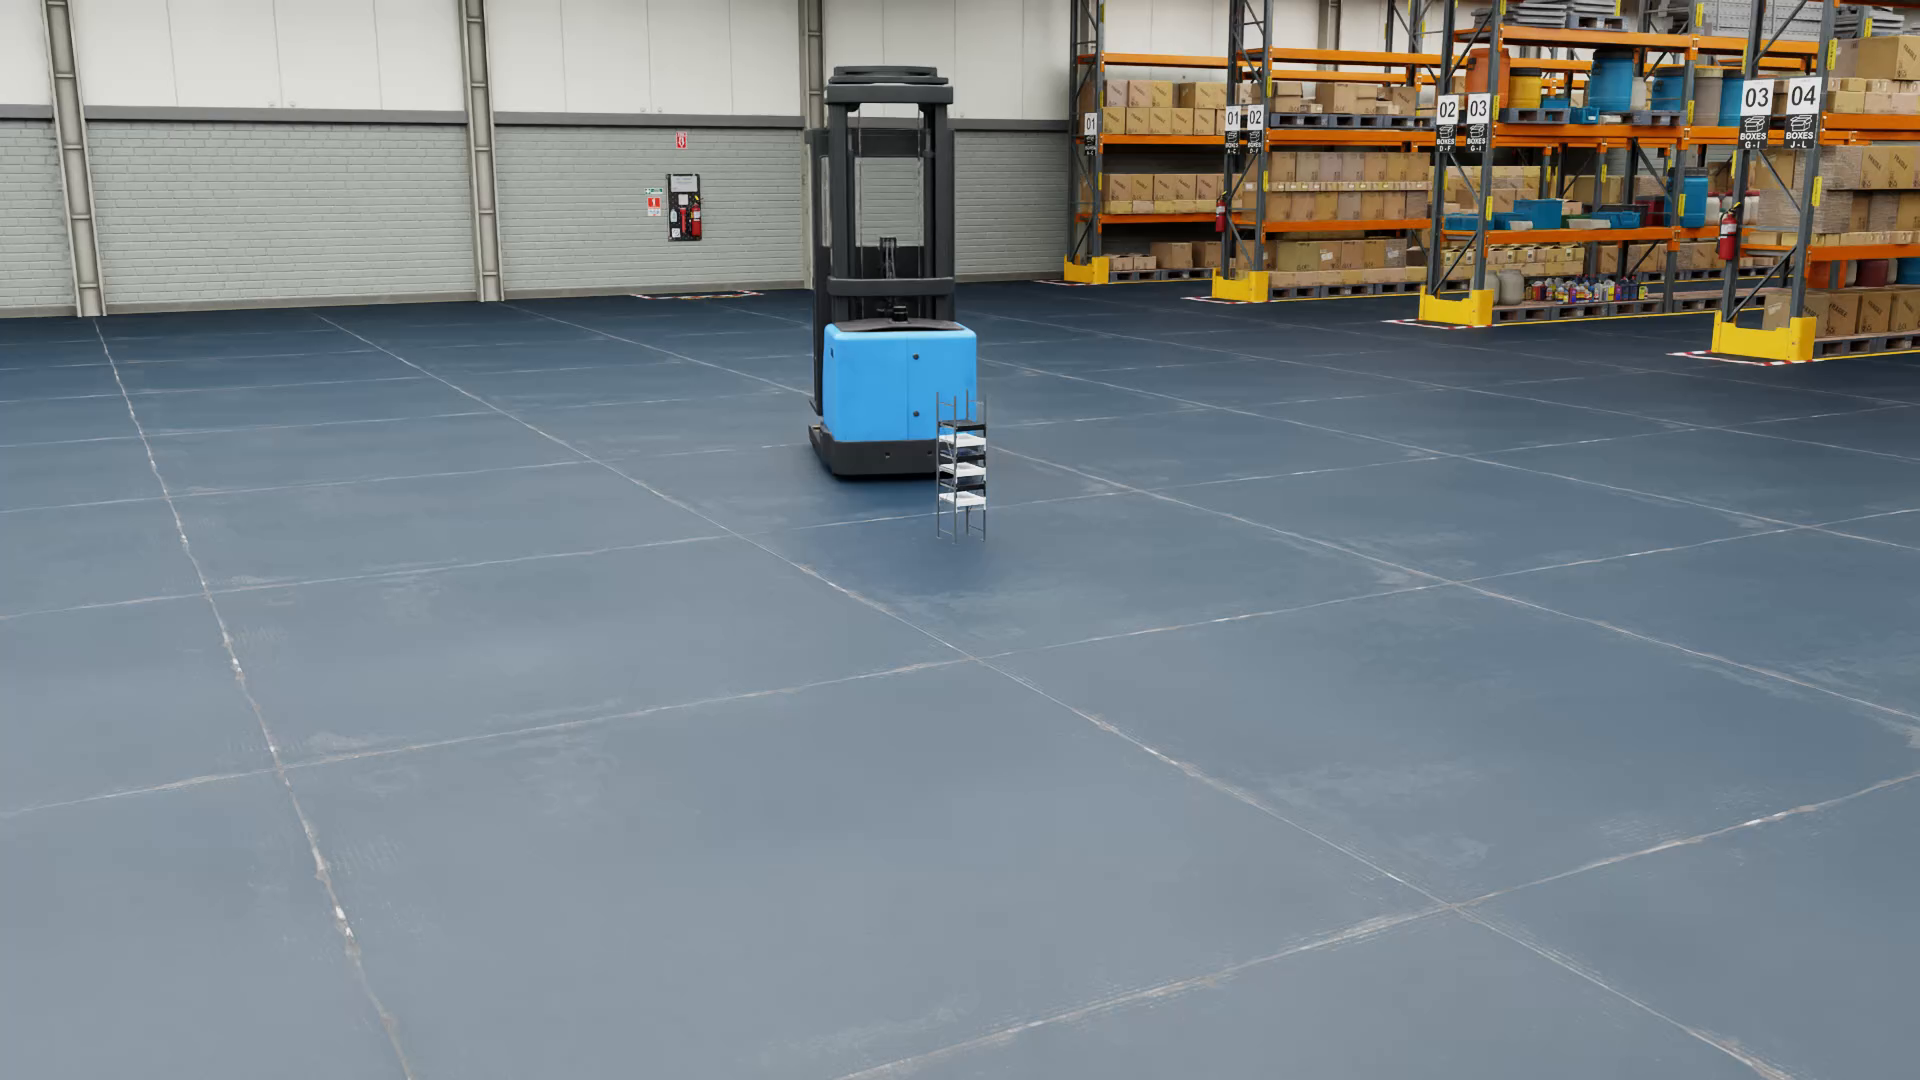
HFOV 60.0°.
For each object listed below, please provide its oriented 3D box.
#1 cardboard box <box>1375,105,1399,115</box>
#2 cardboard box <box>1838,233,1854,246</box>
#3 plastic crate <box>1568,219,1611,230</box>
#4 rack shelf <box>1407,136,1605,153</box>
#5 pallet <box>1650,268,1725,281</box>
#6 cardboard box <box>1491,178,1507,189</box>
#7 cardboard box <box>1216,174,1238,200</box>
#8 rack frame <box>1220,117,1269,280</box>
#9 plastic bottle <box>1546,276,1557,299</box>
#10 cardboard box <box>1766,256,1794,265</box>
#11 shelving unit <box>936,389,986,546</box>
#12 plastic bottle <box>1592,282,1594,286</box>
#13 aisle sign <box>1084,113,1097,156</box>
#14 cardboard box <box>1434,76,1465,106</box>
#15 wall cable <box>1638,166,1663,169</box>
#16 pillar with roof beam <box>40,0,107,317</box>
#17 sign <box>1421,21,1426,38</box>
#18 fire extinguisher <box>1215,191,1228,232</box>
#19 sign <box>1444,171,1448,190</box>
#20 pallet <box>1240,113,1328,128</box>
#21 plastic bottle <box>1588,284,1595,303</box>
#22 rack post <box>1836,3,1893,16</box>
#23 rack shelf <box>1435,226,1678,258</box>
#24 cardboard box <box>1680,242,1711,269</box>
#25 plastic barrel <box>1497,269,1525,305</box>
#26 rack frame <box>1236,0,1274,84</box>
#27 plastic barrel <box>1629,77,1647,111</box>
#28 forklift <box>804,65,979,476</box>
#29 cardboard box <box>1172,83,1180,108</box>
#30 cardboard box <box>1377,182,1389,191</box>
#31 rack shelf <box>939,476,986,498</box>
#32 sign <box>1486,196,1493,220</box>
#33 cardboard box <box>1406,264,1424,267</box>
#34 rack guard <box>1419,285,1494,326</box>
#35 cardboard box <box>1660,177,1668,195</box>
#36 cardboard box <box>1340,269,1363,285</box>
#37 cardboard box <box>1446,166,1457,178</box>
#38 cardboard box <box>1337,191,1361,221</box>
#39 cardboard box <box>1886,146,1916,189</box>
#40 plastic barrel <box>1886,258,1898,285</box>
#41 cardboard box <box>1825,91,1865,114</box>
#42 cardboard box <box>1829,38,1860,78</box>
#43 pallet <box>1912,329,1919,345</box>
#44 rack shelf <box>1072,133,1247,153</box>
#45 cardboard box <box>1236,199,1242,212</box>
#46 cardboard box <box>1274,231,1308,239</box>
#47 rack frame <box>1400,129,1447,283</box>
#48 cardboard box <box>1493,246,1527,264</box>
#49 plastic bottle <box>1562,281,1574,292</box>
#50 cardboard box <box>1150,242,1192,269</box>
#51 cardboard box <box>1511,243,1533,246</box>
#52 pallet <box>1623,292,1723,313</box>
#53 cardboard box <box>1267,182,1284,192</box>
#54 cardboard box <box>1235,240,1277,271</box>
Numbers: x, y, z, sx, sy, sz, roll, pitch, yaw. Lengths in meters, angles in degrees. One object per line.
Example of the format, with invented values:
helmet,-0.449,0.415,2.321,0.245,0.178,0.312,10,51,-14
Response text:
cardboard box,7.367,-7.429,28.755,0.250,0.149,0.380,-7,14,-28
cardboard box,10.347,-3.572,19.722,0.250,0.149,0.380,-7,14,-28
plastic crate,9.361,-4.692,24.725,0.437,0.136,0.530,-7,14,-28
rack shelf,10.051,-7.318,30.600,4.000,0.370,1.077,-7,14,-28
pallet,14.621,-5.383,33.549,1.213,0.211,1.003,-7,14,-28
cardboard box,11.768,-7.791,36.944,0.500,0.500,0.500,-7,14,-28
cardboard box,5.216,-7.089,33.364,0.500,0.500,0.500,-7,14,-28
rack frame,4.784,-5.574,28.046,0.127,3.000,1.000,-7,14,-28
plastic bottle,9.056,-3.873,25.519,0.185,0.351,0.144,-6,14,-26
cardboard box,16.964,-6.032,34.764,0.637,0.503,0.797,-7,14,-28
shelving unit,0.007,-0.440,10.014,0.210,0.900,0.258,-7,14,-28
plastic bottle,9.590,-3.756,25.152,0.133,0.283,0.061,-7,14,-28
aisle sign,2.488,-7.731,31.710,0.004,0.787,0.394,-7,14,-28
cardboard box,8.855,-8.013,29.729,0.500,0.500,0.500,-7,14,-27
wall cable,17.122,-9.024,41.062,1.851,1.984,0.084,-7,14,-28
pillar with roof beam,-11.129,-6.972,20.595,0.400,9.000,9.100,-7,14,-28
sign,9.698,-10.688,34.796,0.005,0.325,0.100,-7,14,-28
fire extinguisher,4.458,-5.614,28.397,0.183,0.674,0.296,-7,14,-28
sign,8.562,-6.349,29.338,0.005,0.325,0.100,-7,14,-28
pallet,5.417,-7.064,28.035,1.213,0.211,1.003,-7,14,-28
plastic bottle,9.462,-3.701,24.936,0.097,0.271,0.097,0,13,0
rack post,14.813,-8.740,27.275,0.986,0.289,0.624,-7,14,-28
rack shelf,8.910,-4.479,24.816,4.000,0.370,1.077,-7,14,-28
cardboard box,14.583,-5.674,33.182,0.500,0.500,0.500,-7,14,-28
plastic barrel,8.135,-3.747,24.637,0.421,0.512,0.421,0,13,0
rack frame,5.918,-9.876,33.497,0.127,3.000,1.000,-7,14,-28
plastic barrel,10.193,-6.755,25.252,0.421,0.512,0.421,0,13,0
forklift,-0.625,-2.165,13.053,1.130,2.935,3.031,-2,13,-10
cardboard box,4.023,-8.793,32.964,0.500,0.500,0.500,-7,14,-28
cardboard box,7.265,-6.184,29.049,0.250,0.149,0.380,-7,14,-28
rack shelf,0.007,-0.320,10.041,0.200,0.077,0.258,-7,14,-28
sign,7.414,-4.648,23.299,0.005,0.325,0.100,-7,14,-28
cardboard box,8.520,-4.958,30.614,0.500,0.250,0.500,-7,14,-28
rack guard,7.198,-3.417,24.153,0.348,0.500,1.175,-7,14,-28
cardboard box,13.796,-6.893,32.720,0.500,0.500,0.700,-12,17,-42
cardboard box,6.679,-4.609,29.062,0.500,0.250,0.500,-7,14,-28
cardboard box,10.423,-7.994,36.141,0.500,0.250,0.500,-7,14,-29
cardboard box,6.558,-5.833,28.968,0.500,0.500,0.700,-6,14,-26
cardboard box,11.021,-4.456,19.894,0.500,0.500,0.500,-7,14,-28
plastic barrel,16.041,-4.702,28.881,0.421,0.512,0.421,0,13,0
cardboard box,10.074,-5.056,19.252,0.500,0.250,0.500,-6,14,-26
cardboard box,10.767,-5.778,20.075,0.500,0.500,0.500,-7,14,-28
pallet,12.466,-2.648,21.393,1.213,0.211,1.003,-7,14,-28
rack shelf,4.163,-7.851,32.971,4.000,0.370,1.077,-7,14,-28
cardboard box,5.648,-6.778,33.689,0.500,0.250,0.500,-7,14,-28
cardboard box,6.941,-6.438,34.867,0.500,0.250,0.500,-7,15,-29
rack frame,8.295,-5.995,29.916,0.127,3.000,1.000,-7,14,-28
cardboard box,10.126,-5.289,30.810,0.500,0.311,0.500,-6,14,-26
plastic bottle,9.312,-3.830,25.499,0.135,0.276,0.152,-7,14,-28
cardboard box,4.226,-5.707,33.325,0.500,0.500,0.700,-8,15,-31
cardboard box,10.749,-5.497,31.734,0.500,0.311,0.500,-7,15,-29
pallet,11.336,-3.770,26.379,1.213,0.211,1.003,-7,14,-28
cardboard box,5.232,-5.939,27.963,0.250,0.149,0.380,-7,14,-28
cardboard box,5.112,-4.917,28.725,0.500,0.500,0.500,-7,14,-28
